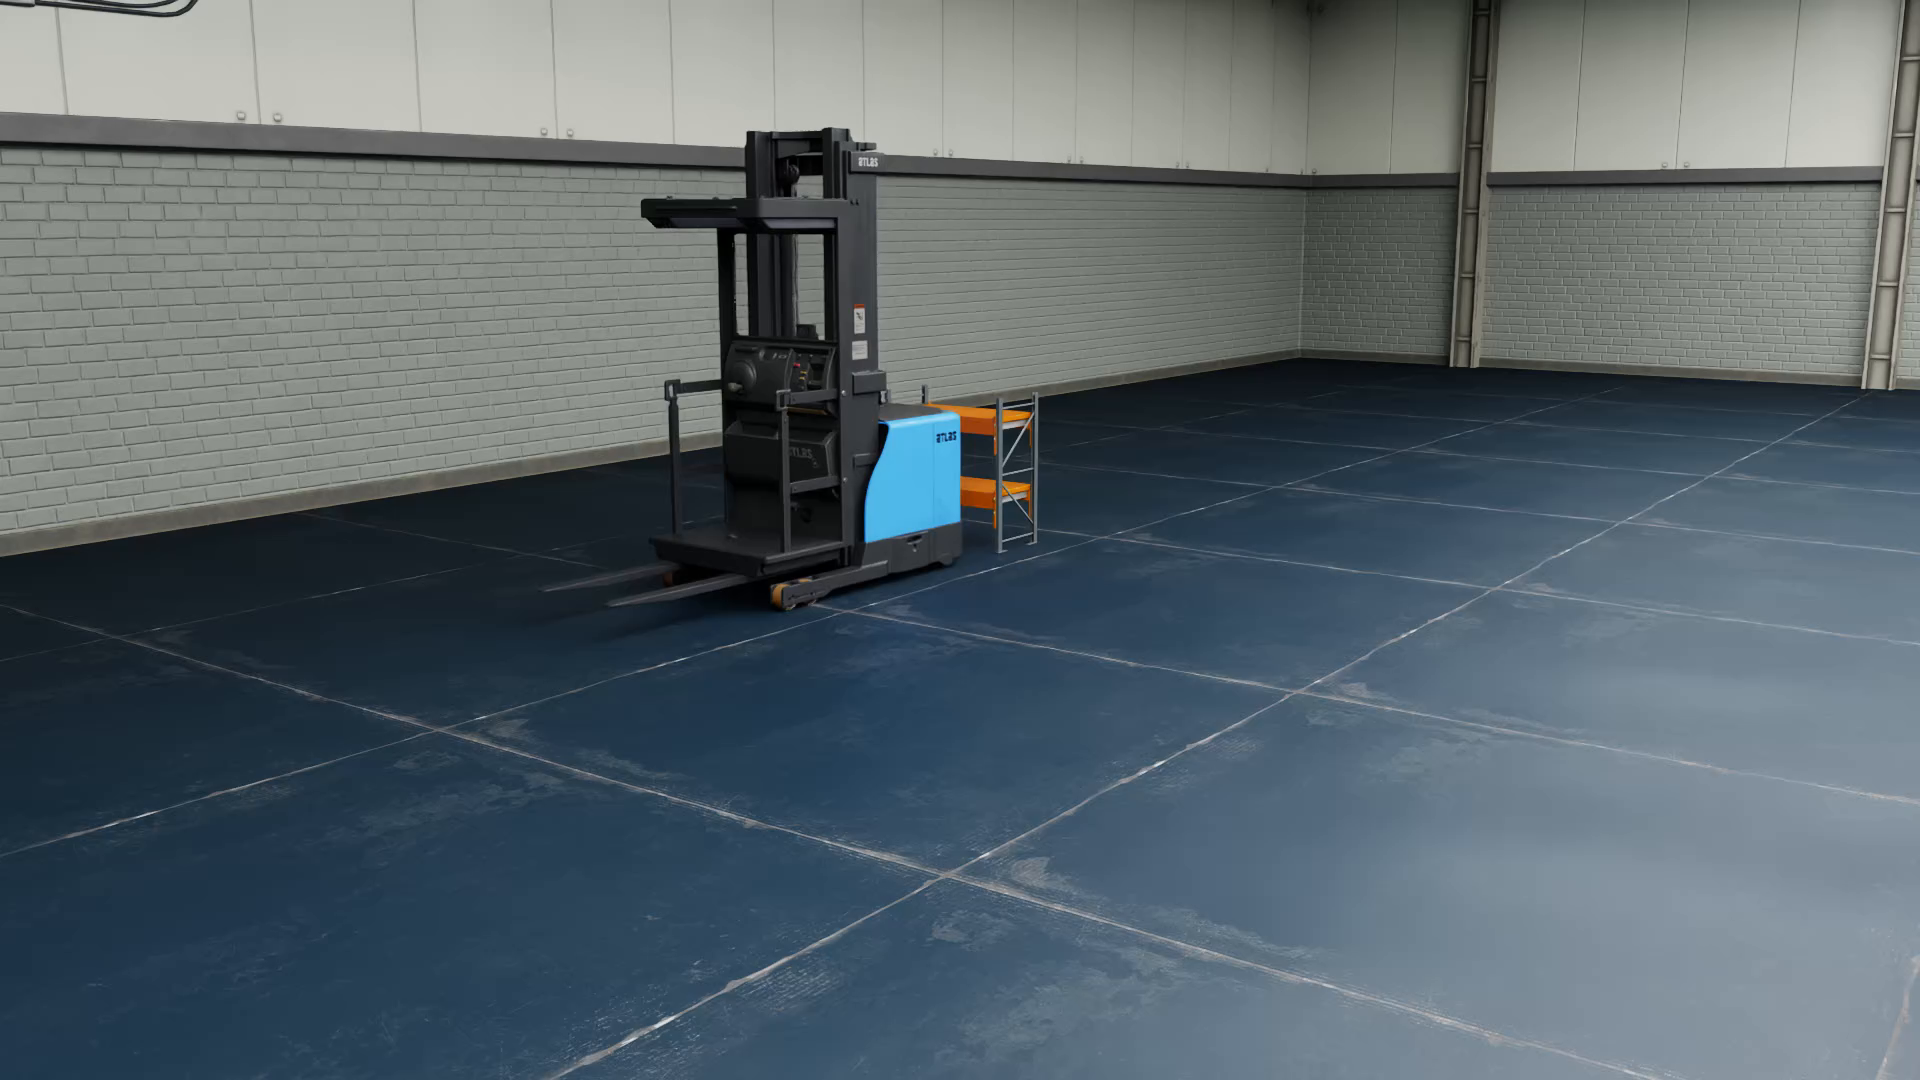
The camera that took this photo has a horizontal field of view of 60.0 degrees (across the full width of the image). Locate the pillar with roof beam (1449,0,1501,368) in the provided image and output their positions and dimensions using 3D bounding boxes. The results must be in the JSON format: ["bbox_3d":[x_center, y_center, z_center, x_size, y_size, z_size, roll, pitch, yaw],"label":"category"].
[{"bbox_3d":[5.693,-6.592,22.910,0.400,9.000,9.100,8,13,36],"label":"pillar with roof beam"}]

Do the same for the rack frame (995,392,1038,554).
[{"bbox_3d":[0.415,-0.494,12.124,0.032,1.125,0.500,8,13,36],"label":"rack frame"}]

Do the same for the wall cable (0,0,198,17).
[{"bbox_3d":[-6.363,-6.083,11.329,0.169,6.003,2.305,8,13,36],"label":"wall cable"}]

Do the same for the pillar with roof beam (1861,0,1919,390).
[{"bbox_3d":[10.529,-5.917,19.424,0.400,9.000,9.100,8,13,36],"label":"pillar with roof beam"}]

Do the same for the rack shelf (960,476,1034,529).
[{"bbox_3d":[0.005,-0.311,12.465,1.000,0.278,0.538,8,13,36],"label":"rack shelf"}]

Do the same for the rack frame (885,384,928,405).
[{"bbox_3d":[-0.404,-0.609,12.714,0.032,1.125,0.500,8,13,36],"label":"rack frame"}]

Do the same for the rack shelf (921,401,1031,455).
[{"bbox_3d":[0.005,-0.839,12.363,1.000,0.278,0.538,8,13,36],"label":"rack shelf"}]

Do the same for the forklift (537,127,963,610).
[{"bbox_3d":[-1.295,-1.110,10.549,1.130,2.935,3.031,9,14,38],"label":"forklift"}]

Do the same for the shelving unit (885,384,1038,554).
[{"bbox_3d":[0.005,-0.552,12.419,1.048,1.125,0.538,8,13,36],"label":"shelving unit"}]
